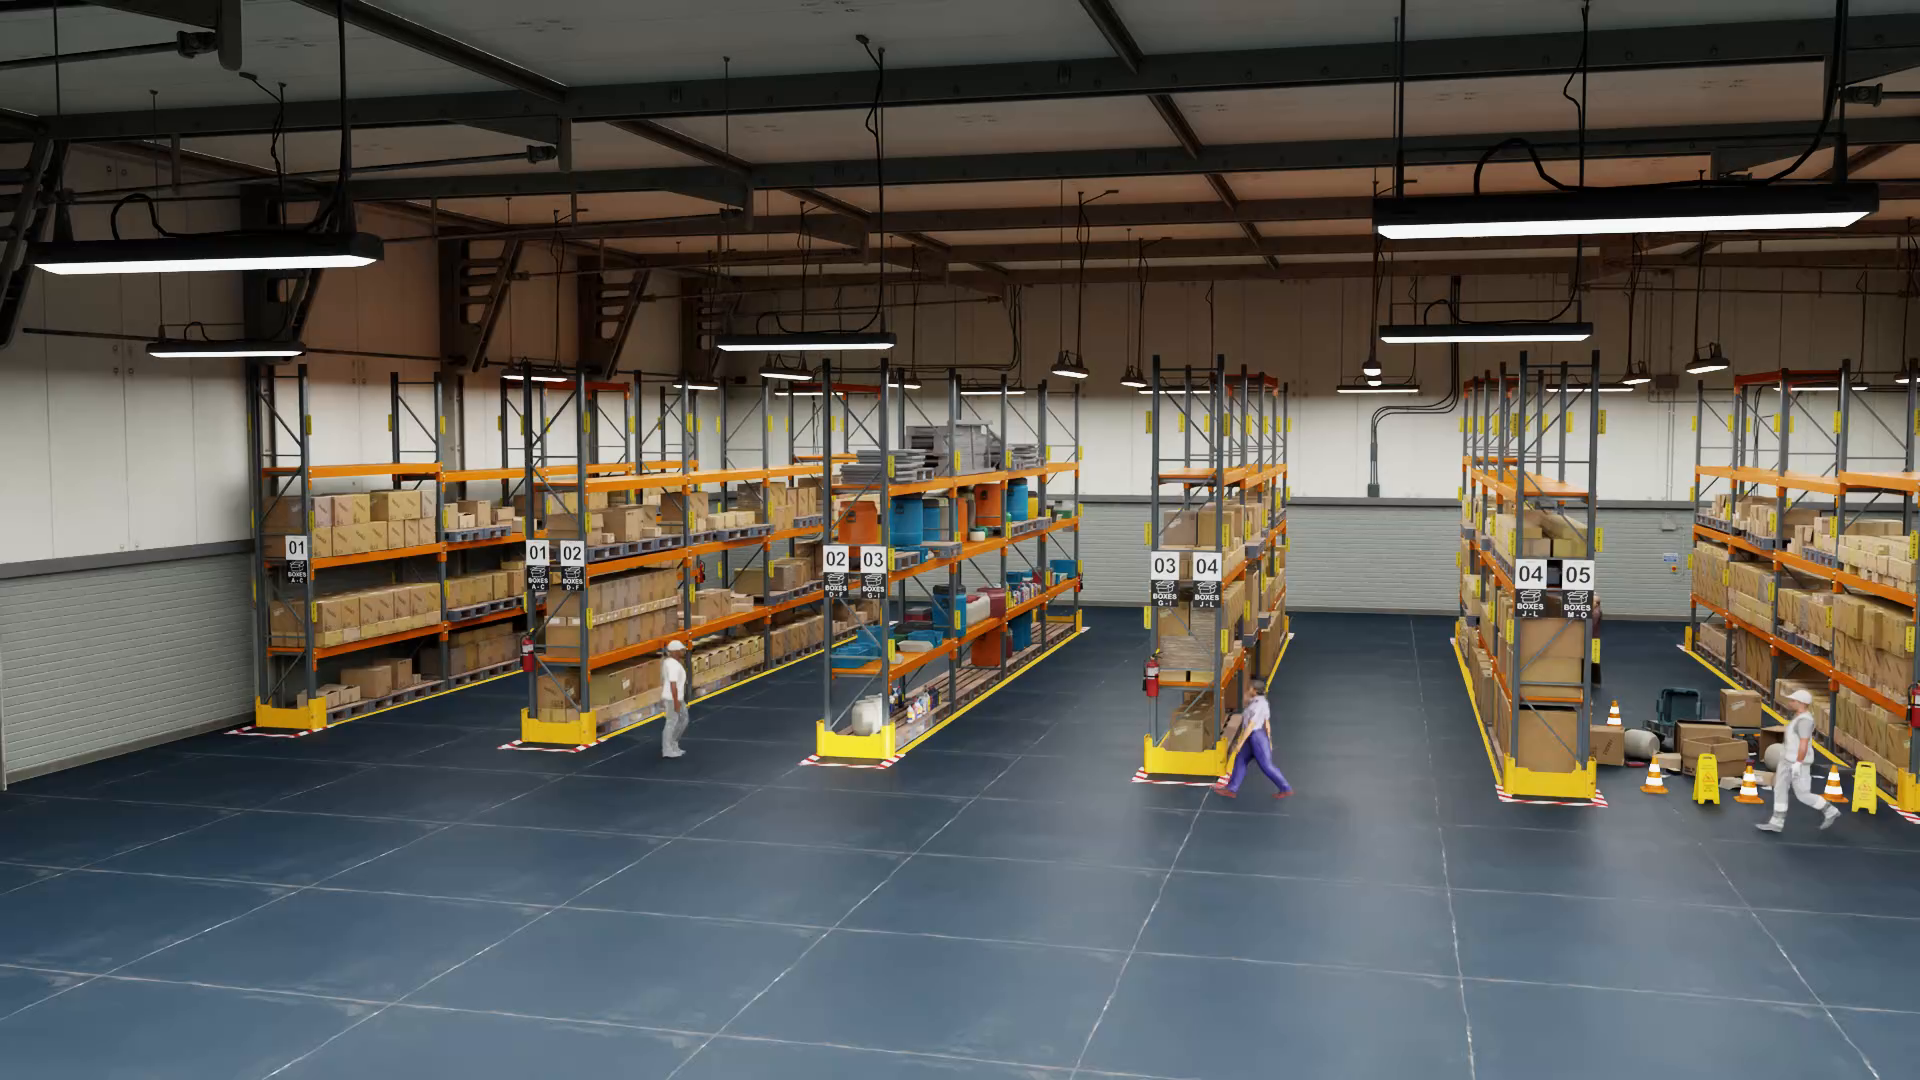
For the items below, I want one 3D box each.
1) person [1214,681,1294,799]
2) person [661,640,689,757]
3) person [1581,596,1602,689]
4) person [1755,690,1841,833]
[{"bbox_3d":[3.922,2.668,22.168,0.987,1.602,0.486,0,4,0],"label":"person"},{"bbox_3d":[-4.323,2.401,25.115,0.400,1.764,0.676,0,4,-4],"label":"person"},{"bbox_3d":[11.958,1.943,31.621,0.521,1.786,0.640,4,5,44],"label":"person"},{"bbox_3d":[10.295,2.719,20.353,0.906,1.774,0.507,0,4,-3],"label":"person"}]
